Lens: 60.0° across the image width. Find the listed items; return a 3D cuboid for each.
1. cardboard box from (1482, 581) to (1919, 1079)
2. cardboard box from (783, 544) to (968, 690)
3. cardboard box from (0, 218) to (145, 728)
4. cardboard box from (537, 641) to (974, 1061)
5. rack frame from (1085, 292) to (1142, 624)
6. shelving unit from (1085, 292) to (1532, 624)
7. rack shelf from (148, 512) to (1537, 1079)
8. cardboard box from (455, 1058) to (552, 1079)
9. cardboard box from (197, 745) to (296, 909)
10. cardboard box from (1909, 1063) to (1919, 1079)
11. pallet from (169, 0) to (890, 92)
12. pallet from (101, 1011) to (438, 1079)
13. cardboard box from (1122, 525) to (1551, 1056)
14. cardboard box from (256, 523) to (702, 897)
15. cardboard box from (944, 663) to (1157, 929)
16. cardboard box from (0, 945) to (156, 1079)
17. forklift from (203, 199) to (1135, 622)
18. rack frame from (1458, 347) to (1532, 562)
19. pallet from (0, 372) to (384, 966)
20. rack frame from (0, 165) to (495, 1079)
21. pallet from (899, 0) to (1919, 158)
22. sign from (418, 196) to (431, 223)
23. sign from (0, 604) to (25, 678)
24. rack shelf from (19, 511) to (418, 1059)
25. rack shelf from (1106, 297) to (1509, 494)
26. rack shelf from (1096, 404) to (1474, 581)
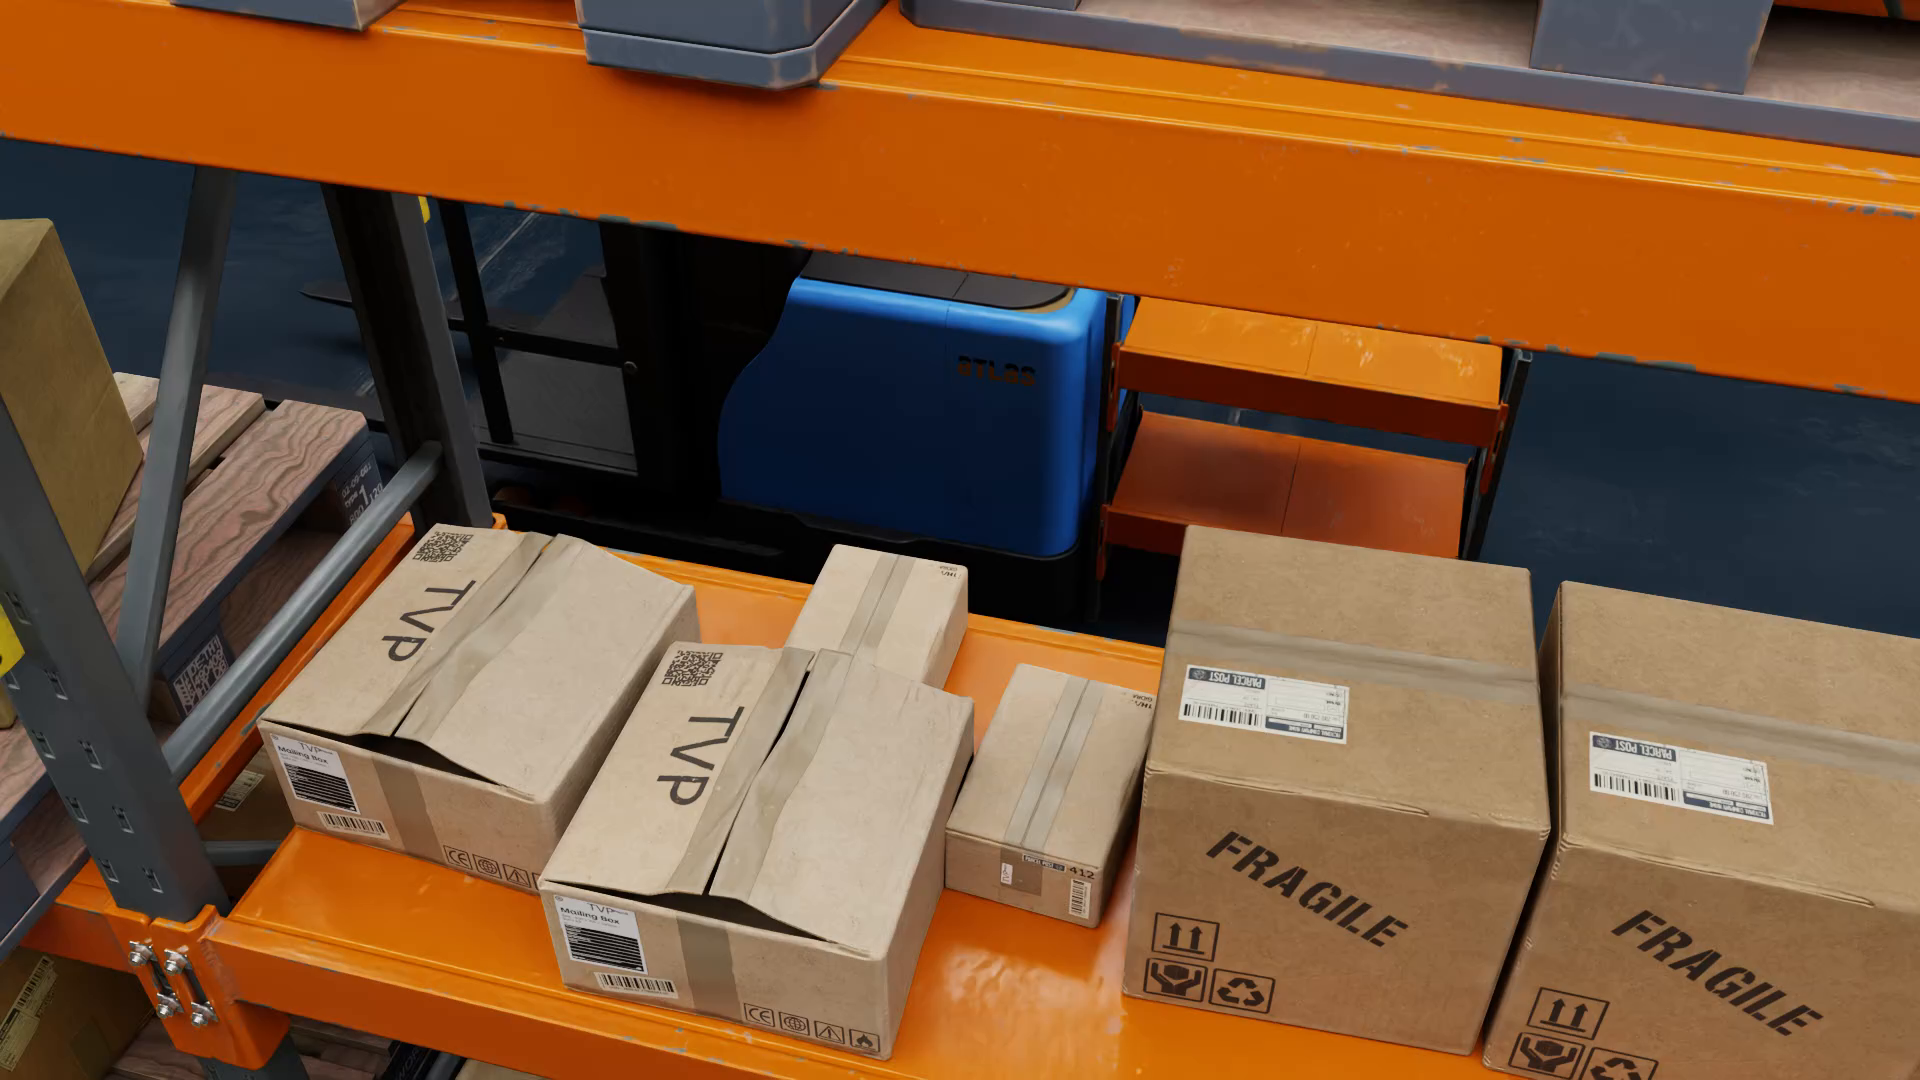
[{"bbox_3d":[1.039,0.441,2.315,0.500,0.500,0.500,10,41,11],"label":"cardboard box"},{"bbox_3d":[-0.154,0.197,2.878,0.250,0.149,0.380,10,41,11],"label":"cardboard box"},{"bbox_3d":[-1.732,-0.111,2.645,0.500,0.500,0.700,-3,40,-3],"label":"cardboard box"},{"bbox_3d":[-0.280,0.426,2.479,0.500,0.311,0.500,9,41,11],"label":"cardboard box"},{"bbox_3d":[0.457,-0.338,4.778,0.032,1.125,0.500,11,41,12],"label":"rack frame"},{"bbox_3d":[0.945,-0.247,4.670,1.048,1.125,0.538,11,41,12],"label":"shelving unit"},{"bbox_3d":[0.838,0.731,2.607,4.000,0.370,1.077,10,41,11],"label":"rack shelf"},{"bbox_3d":[-0.664,1.070,3.019,0.500,0.311,0.500,11,41,13],"label":"cardboard box"},{"bbox_3d":[-1.460,0.659,3.735,0.500,0.500,0.500,11,41,13],"label":"cardboard box"},{"bbox_3d":[1.523,0.524,2.216,0.500,0.500,0.500,13,42,15],"label":"cardboard box"},{"bbox_3d":[-0.416,-0.896,1.799,1.003,0.211,1.213,12,41,13],"label":"pallet"},{"bbox_3d":[-1.806,1.043,3.844,1.213,0.211,1.003,10,41,11],"label":"pallet"},{"bbox_3d":[0.531,0.354,2.419,0.500,0.500,0.500,8,41,9],"label":"cardboard box"},{"bbox_3d":[-0.754,0.245,2.695,0.500,0.311,0.500,12,42,14],"label":"cardboard box"},{"bbox_3d":[0.152,0.396,2.641,0.250,0.149,0.380,13,42,15],"label":"cardboard box"},{"bbox_3d":[-2.058,0.902,3.445,0.500,0.500,0.500,11,41,13],"label":"cardboard box"},{"bbox_3d":[-0.996,-1.406,4.645,3.031,2.935,1.130,11,41,12],"label":"forklift"},{"bbox_3d":[1.434,-0.156,4.562,0.032,1.125,0.500,11,41,12],"label":"rack frame"},{"bbox_3d":[-1.767,0.127,2.915,1.003,0.211,1.213,10,41,11],"label":"pallet"},{"bbox_3d":[-1.094,0.123,2.771,0.127,3.000,1.000,10,41,11],"label":"rack frame"},{"bbox_3d":[0.666,-0.712,1.580,1.213,0.211,1.003,12,41,13],"label":"pallet"},{"bbox_3d":[-0.954,-0.666,2.810,0.005,0.325,0.100,10,41,11],"label":"sign"},{"bbox_3d":[-1.225,0.049,2.021,0.005,0.325,0.100,10,41,11],"label":"sign"},{"bbox_3d":[-3.026,0.066,3.398,4.000,0.370,1.077,10,41,11],"label":"rack shelf"},{"bbox_3d":[0.945,-0.471,4.481,1.000,0.278,0.538,11,41,12],"label":"rack shelf"},{"bbox_3d":[0.945,-0.060,4.827,1.000,0.278,0.538,11,41,12],"label":"rack shelf"}]
